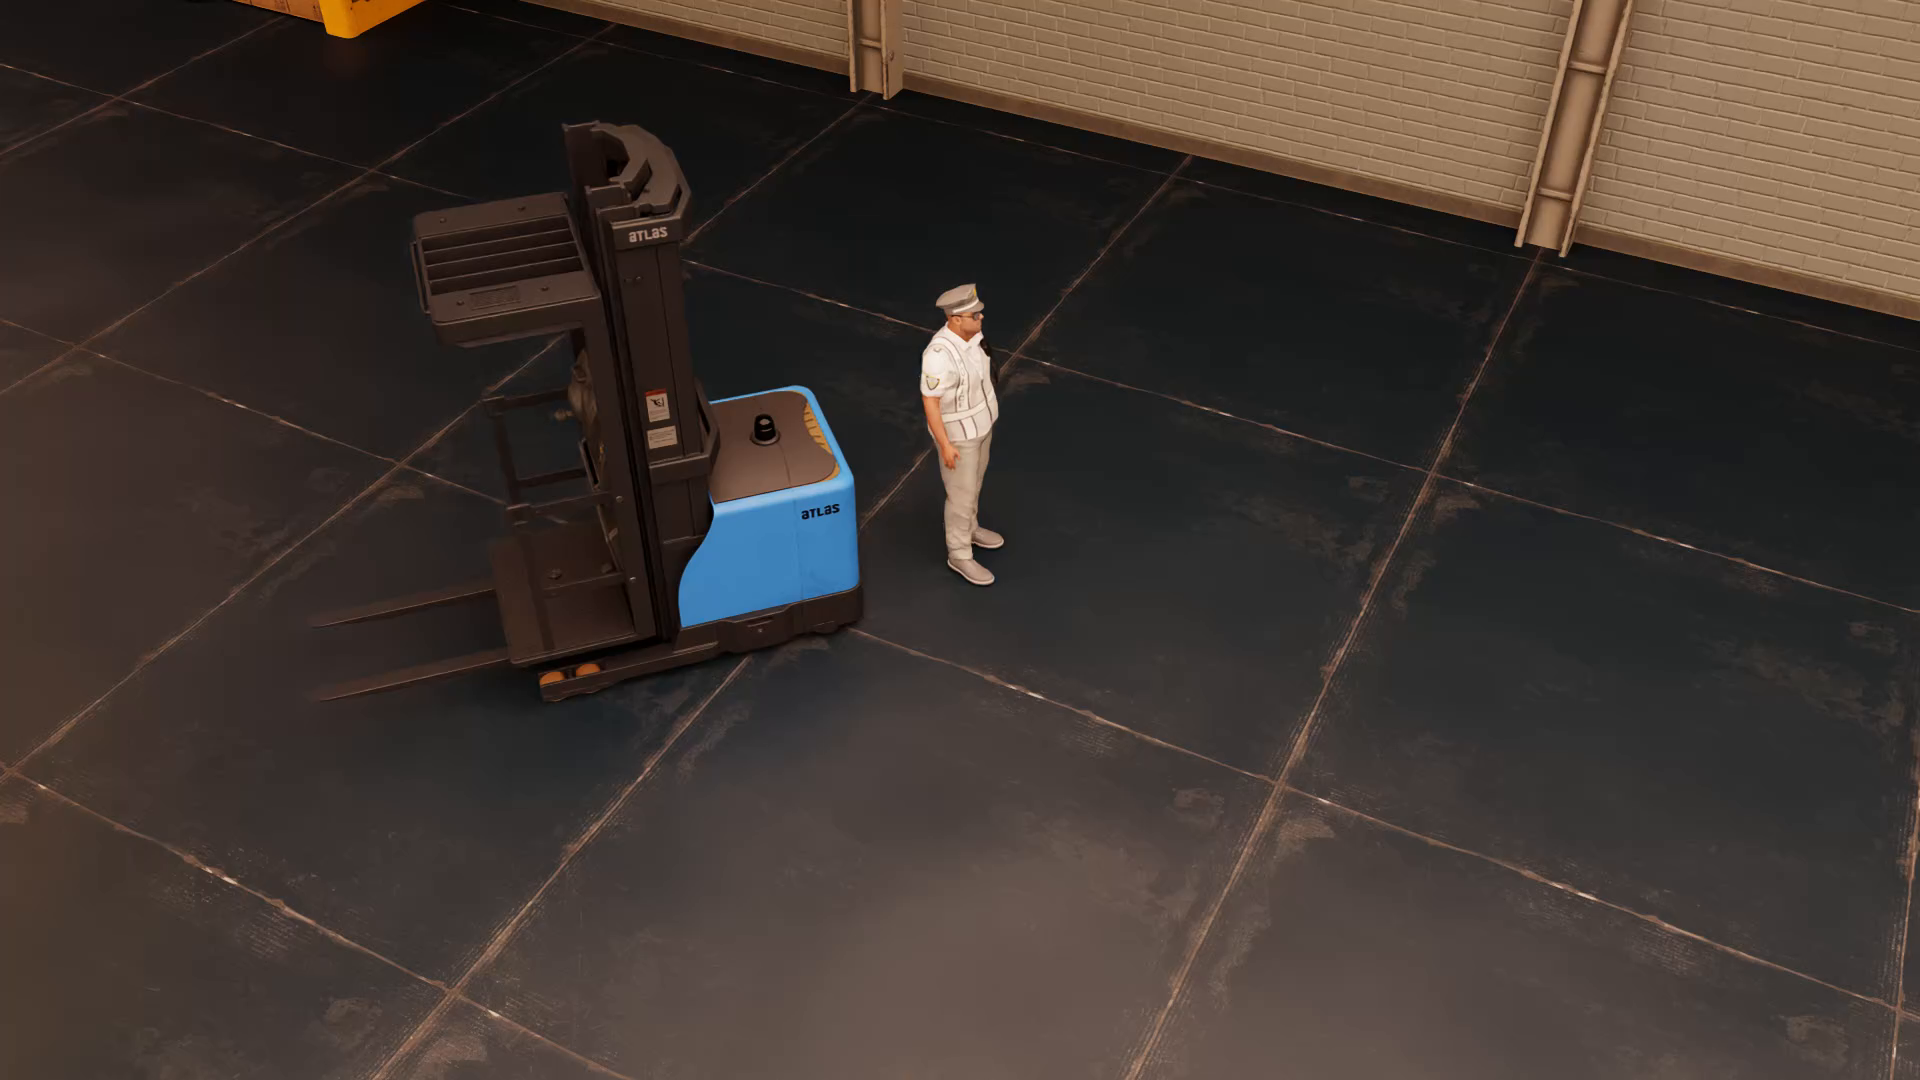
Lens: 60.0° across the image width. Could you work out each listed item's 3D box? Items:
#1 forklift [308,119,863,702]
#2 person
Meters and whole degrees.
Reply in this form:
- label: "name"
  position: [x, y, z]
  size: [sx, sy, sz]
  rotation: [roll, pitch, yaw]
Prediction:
- label: "forklift"
  position: [-2.135, -0.613, 8.715]
  size: [3.031, 2.935, 1.130]
  rotation: [-13, 42, -14]
- label: "person"
  position: [0.077, -0.652, 9.656]
  size: [0.545, 1.779, 0.660]
  rotation: [18, 43, 20]
